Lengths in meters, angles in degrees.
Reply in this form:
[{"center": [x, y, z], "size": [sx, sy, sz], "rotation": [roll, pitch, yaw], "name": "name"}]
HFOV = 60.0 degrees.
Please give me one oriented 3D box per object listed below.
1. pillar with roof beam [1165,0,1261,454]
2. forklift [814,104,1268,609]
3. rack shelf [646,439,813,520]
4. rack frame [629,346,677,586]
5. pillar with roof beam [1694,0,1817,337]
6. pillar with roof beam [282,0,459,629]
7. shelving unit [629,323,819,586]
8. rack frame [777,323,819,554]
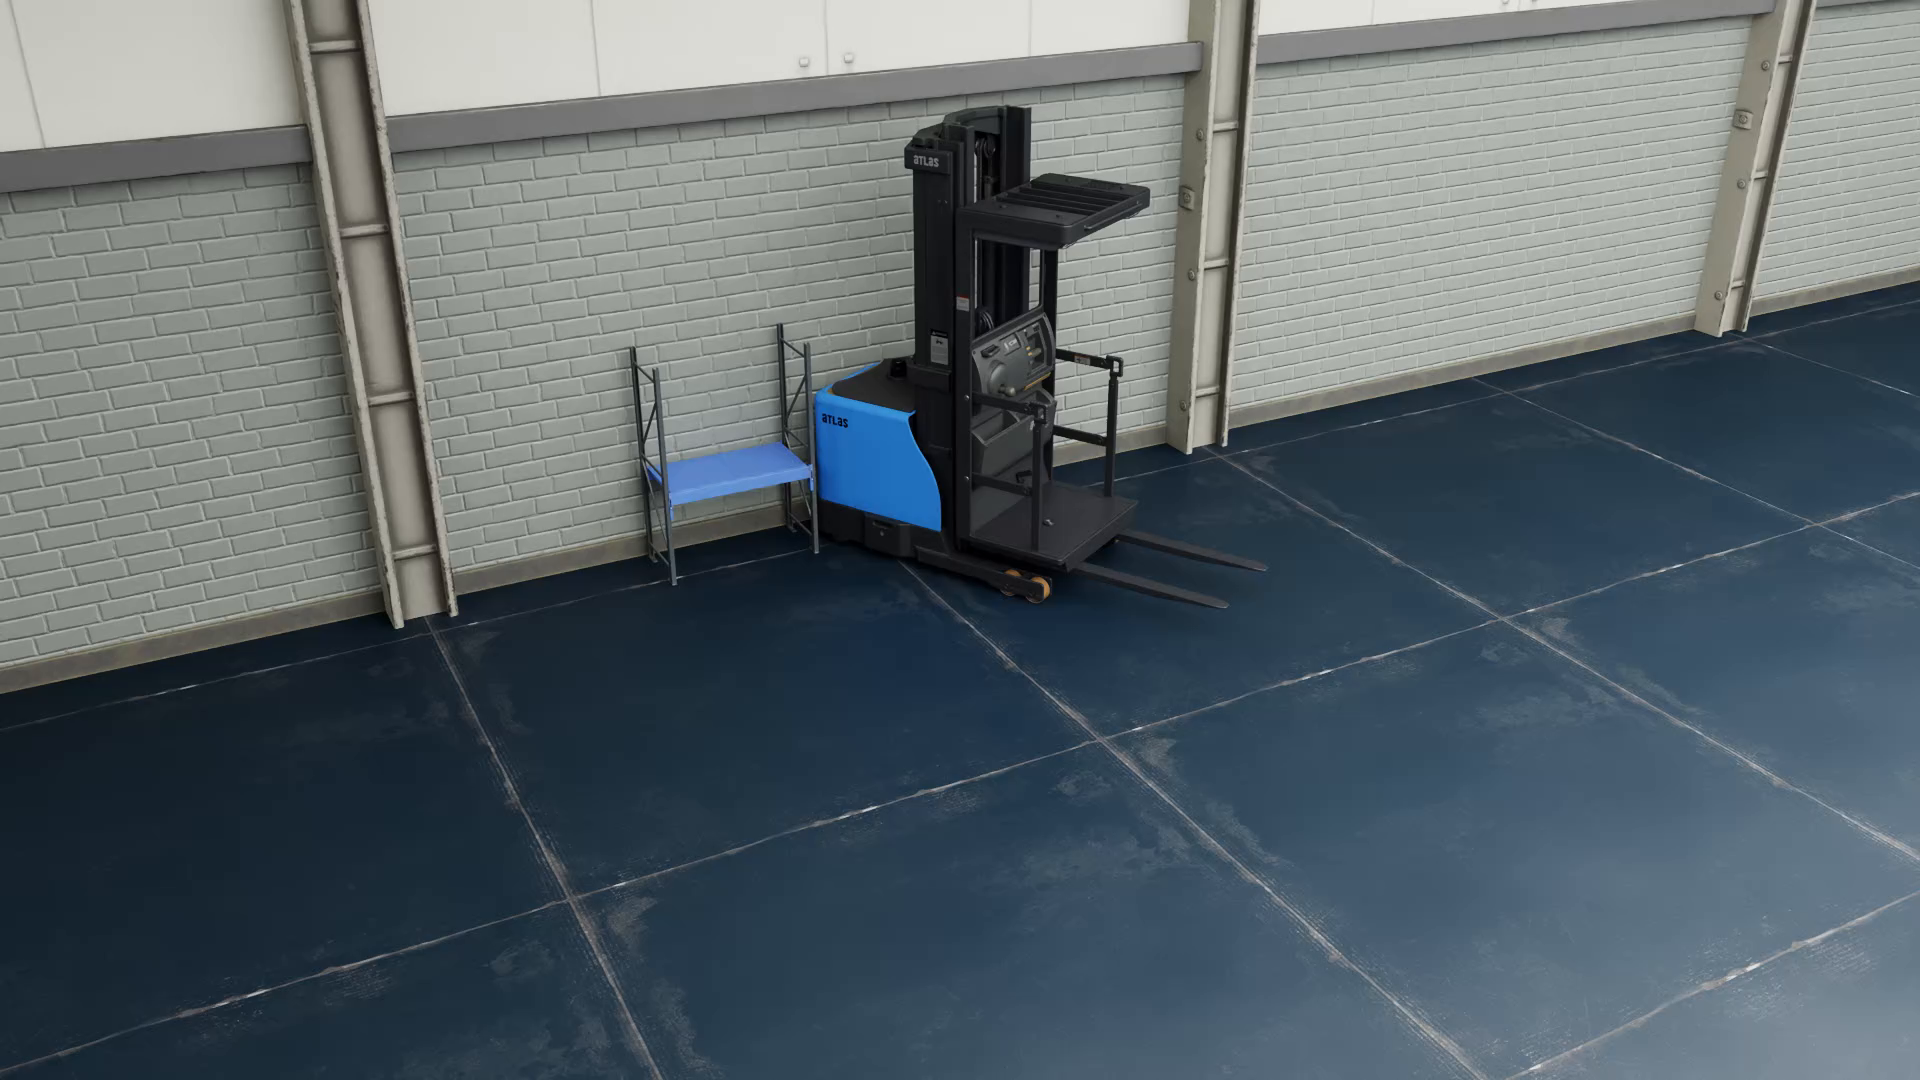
[{"center": [3.889, -3.178, 7.774], "size": [0.400, 9.000, 9.100], "rotation": [-13, 29, -25], "name": "pillar with roof beam"}, {"center": [0.525, -1.176, 10.616], "size": [3.031, 2.935, 1.130], "rotation": [15, 30, 29], "name": "forklift"}, {"center": [-1.544, -0.413, 11.096], "size": [1.000, 0.185, 0.538], "rotation": [-13, 29, -25], "name": "rack shelf"}, {"center": [-1.992, -0.472, 10.802], "size": [0.032, 1.500, 0.500], "rotation": [-13, 29, -25], "name": "rack frame"}, {"center": [9.184, -4.400, 10.319], "size": [0.400, 9.000, 9.100], "rotation": [-13, 29, -25], "name": "pillar with roof beam"}, {"center": [-1.405, -1.956, 5.229], "size": [0.400, 9.000, 9.100], "rotation": [-13, 29, -25], "name": "pillar with roof beam"}, {"center": [-1.544, -0.576, 11.018], "size": [1.048, 1.500, 0.538], "rotation": [-13, 29, -25], "name": "shelving unit"}, {"center": [-1.095, -0.679, 11.234], "size": [0.032, 1.500, 0.500], "rotation": [-13, 29, -25], "name": "rack frame"}]
